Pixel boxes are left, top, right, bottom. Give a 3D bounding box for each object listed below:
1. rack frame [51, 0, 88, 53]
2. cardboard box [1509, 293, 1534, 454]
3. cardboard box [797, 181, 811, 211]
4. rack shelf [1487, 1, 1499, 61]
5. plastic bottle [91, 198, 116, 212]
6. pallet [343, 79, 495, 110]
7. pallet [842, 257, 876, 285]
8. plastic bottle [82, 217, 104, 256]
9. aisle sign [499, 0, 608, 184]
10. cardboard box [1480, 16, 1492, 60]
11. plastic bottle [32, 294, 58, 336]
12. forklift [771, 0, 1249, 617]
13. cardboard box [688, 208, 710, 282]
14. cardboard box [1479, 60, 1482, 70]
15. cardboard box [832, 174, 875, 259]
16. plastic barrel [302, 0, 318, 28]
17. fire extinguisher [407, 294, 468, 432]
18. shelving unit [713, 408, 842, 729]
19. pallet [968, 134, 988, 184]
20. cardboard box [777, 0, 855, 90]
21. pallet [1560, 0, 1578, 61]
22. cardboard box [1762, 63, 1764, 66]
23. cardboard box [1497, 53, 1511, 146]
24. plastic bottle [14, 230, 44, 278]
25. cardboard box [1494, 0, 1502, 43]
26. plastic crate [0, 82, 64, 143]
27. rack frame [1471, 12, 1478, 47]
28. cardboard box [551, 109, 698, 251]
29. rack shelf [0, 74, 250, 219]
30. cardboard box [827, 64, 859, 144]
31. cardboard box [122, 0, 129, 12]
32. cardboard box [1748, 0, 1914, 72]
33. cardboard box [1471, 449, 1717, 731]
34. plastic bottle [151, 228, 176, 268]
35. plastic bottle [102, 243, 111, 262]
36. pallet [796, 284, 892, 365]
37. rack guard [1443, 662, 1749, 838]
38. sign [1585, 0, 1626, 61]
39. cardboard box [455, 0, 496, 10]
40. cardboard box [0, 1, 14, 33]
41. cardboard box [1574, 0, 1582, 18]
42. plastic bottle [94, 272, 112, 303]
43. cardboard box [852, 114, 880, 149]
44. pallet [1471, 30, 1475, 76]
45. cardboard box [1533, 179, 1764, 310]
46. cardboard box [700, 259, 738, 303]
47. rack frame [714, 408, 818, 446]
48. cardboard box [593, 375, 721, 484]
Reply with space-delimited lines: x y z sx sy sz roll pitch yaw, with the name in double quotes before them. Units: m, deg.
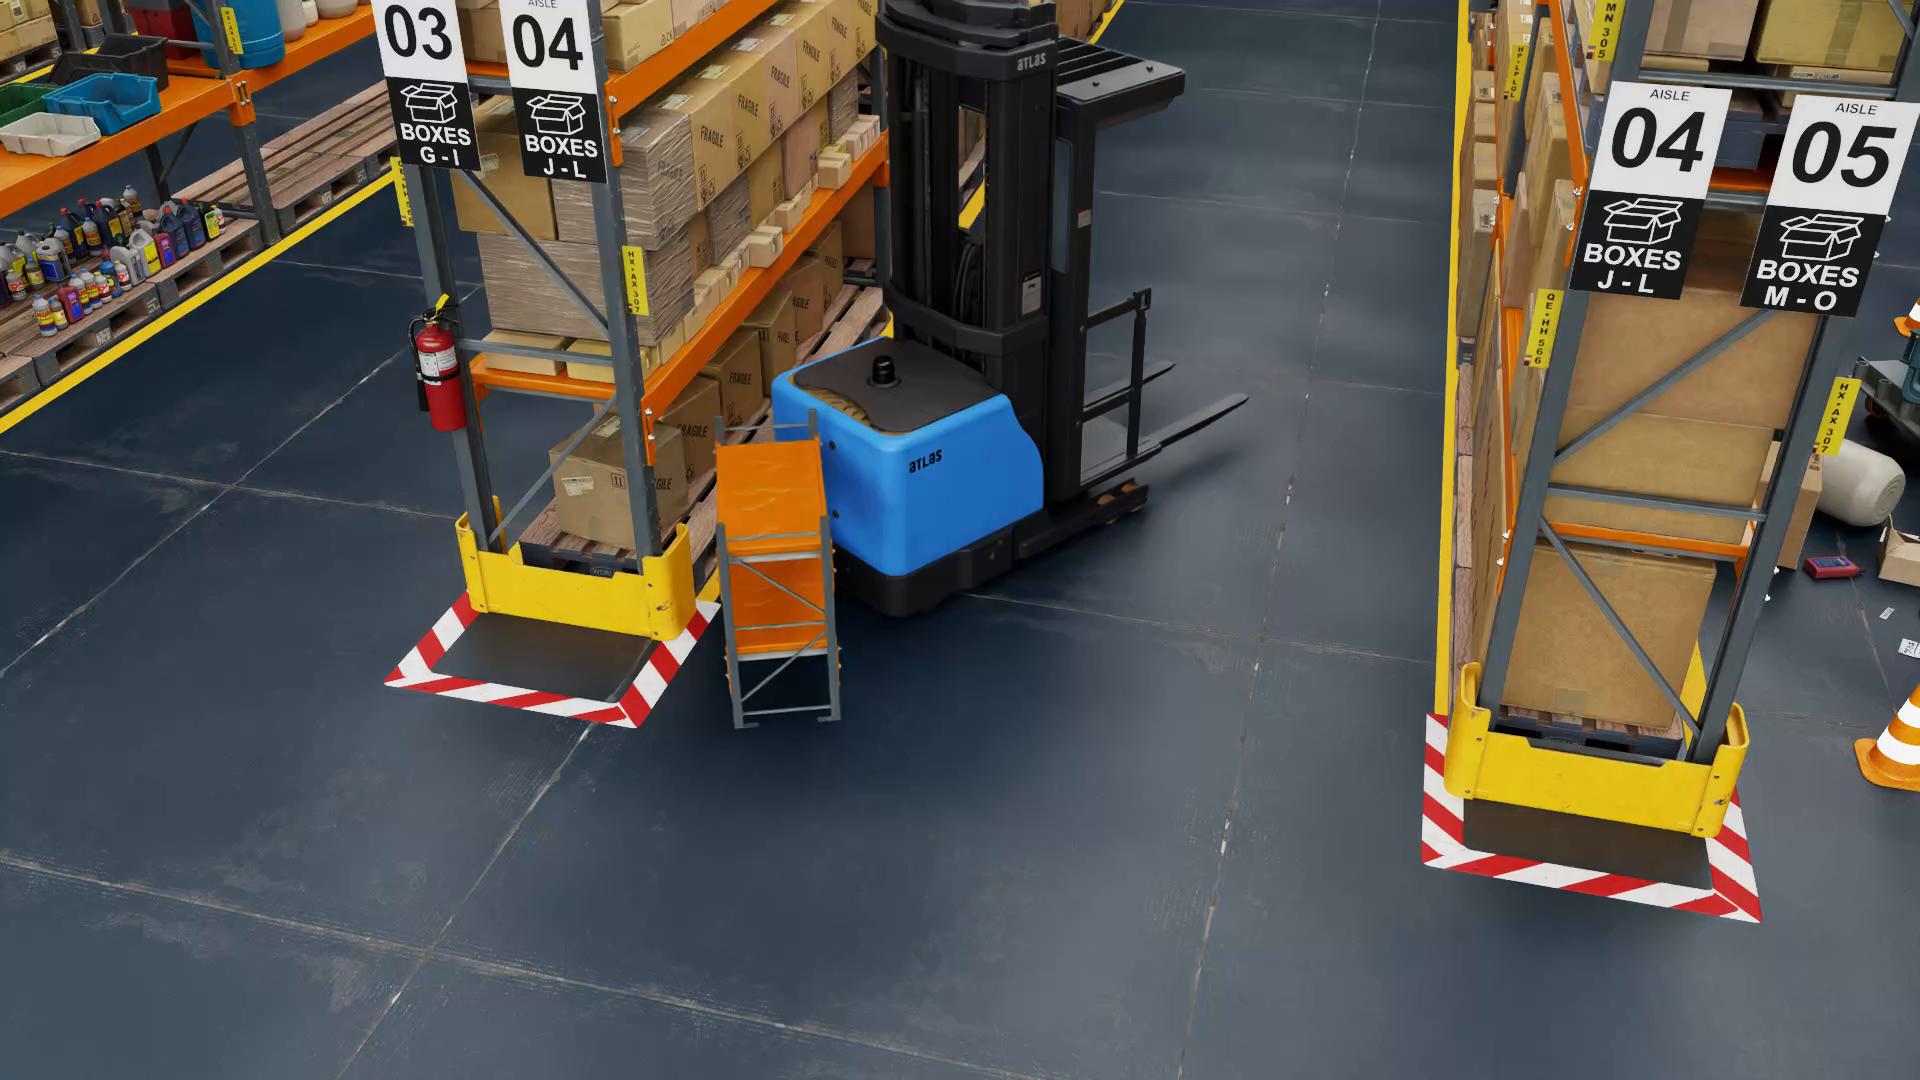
"rack frame" -9.539 -6.377 16.484 1.000 3.000 0.127 8 33 12
"cardboard box" 2.953 -0.697 7.411 0.875 0.550 0.550 8 33 12
"cardboard box" -1.108 -2.051 9.914 0.380 0.149 0.250 8 33 12
"rack shelf" 5.322 -5.032 15.041 1.077 0.370 4.000 8 33 12
"plastic bottle" -6.324 -2.384 12.332 0.152 0.276 0.135 9 34 14
"pallet" -4.983 -4.127 15.545 1.003 0.211 1.213 8 33 12
"pallet" -0.777 -2.178 12.479 1.003 0.211 1.213 8 33 12
"plastic bottle" -6.290 -2.205 12.055 0.097 0.271 0.097 0 32 0
"aisle sign" -1.713 -1.898 7.017 0.394 0.787 0.004 8 33 12
"cardboard box" 4.852 -4.391 14.601 0.500 0.250 0.500 8 33 13
"plastic bottle" -6.017 -1.481 10.917 0.097 0.271 0.097 0 32 0
"forklift" 0.437 -1.514 8.900 3.031 2.935 1.130 -26 41 -35
"cardboard box" -1.811 -1.600 8.600 0.875 0.500 0.500 8 33 12
"cardboard box" 4.864 -4.066 14.789 0.500 0.500 0.500 9 34 14
"cardboard box" -0.796 -2.397 12.144 0.700 0.500 0.500 6 33 9
"plastic barrel" -5.279 -4.232 13.240 0.301 0.262 0.301 0 32 0
"fire extinguisher" -2.463 -0.845 7.856 0.296 0.674 0.183 8 33 12
"shelving unit" -0.884 0.122 8.008 0.538 1.125 1.048 -4 33 -6
"pallet" -0.157 -3.444 14.470 1.003 0.211 1.213 8 33 12
"cardboard box" -0.946 -3.009 9.885 0.500 0.500 0.500 8 33 12
"pallet" 3.270 -2.397 7.511 1.003 0.211 1.213 8 33 12
"cardboard box" 3.309 -1.922 6.432 0.380 0.149 0.250 8 33 13
"cardboard box" 3.801 -2.834 10.819 0.500 0.500 0.500 8 33 12
"plastic bottle" -6.526 -2.011 11.677 0.144 0.351 0.185 8 33 12
"cardboard box" 4.439 -4.144 12.880 0.500 0.500 0.500 8 33 13
"plastic crate" -6.381 -2.869 11.165 0.450 0.188 0.662 8 33 12
"rack frame" 5.829 -6.374 16.480 1.000 3.000 0.127 8 33 12
"cardboard box" -1.585 -1.712 7.845 0.500 0.500 0.500 8 33 12
"rack shelf" -6.271 -2.283 10.716 1.077 0.370 4.000 8 33 12
"cardboard box" -1.147 -2.893 10.634 0.875 0.500 0.500 8 33 12
"cardboard box" -9.019 -5.977 17.776 0.500 0.500 0.500 7 33 11
"cardboard box" 3.155 -1.910 6.040 0.500 0.250 0.500 8 33 12
"cardboard box" 2.892 0.212 7.710 0.875 0.875 0.875 8 33 13
"plastic bottle" -5.698 -2.101 11.880 0.061 0.283 0.133 10 34 16
"plastic bottle" -5.927 -1.954 11.649 0.061 0.283 0.133 8 33 12
"pallet" -1.109 -1.420 11.287 1.003 0.211 1.213 8 33 12
"rack guard" 2.778 0.921 7.336 1.175 0.500 0.348 8 33 12
"sign" 2.263 -1.834 5.791 0.100 0.325 0.005 8 33 12
"cardboard box" -2.219 -2.432 7.252 0.380 0.149 0.250 8 33 12
"cardboard box" -9.559 -5.054 16.053 0.500 0.311 0.500 8 33 12
"cardboard box" 2.799 -2.273 6.983 0.380 0.149 0.250 8 33 12
"plastic bottle" -5.880 -1.733 11.379 0.097 0.201 0.097 0 32 0
"cardboard box" -0.743 -2.693 10.924 0.380 0.149 0.250 8 33 12
"pallet" 5.633 -4.793 16.592 1.003 0.211 1.213 8 33 12
"cardboard box" 2.966 -1.151 7.118 0.875 0.550 0.550 8 33 12
"cardboard box" -1.411 -1.400 8.890 0.380 0.149 0.250 8 33 12
"rack frame" -0.949 -0.148 8.433 0.500 1.125 0.032 -4 33 -6
"cardboard box" -1.695 -0.633 9.389 0.500 0.500 0.500 17 36 25
